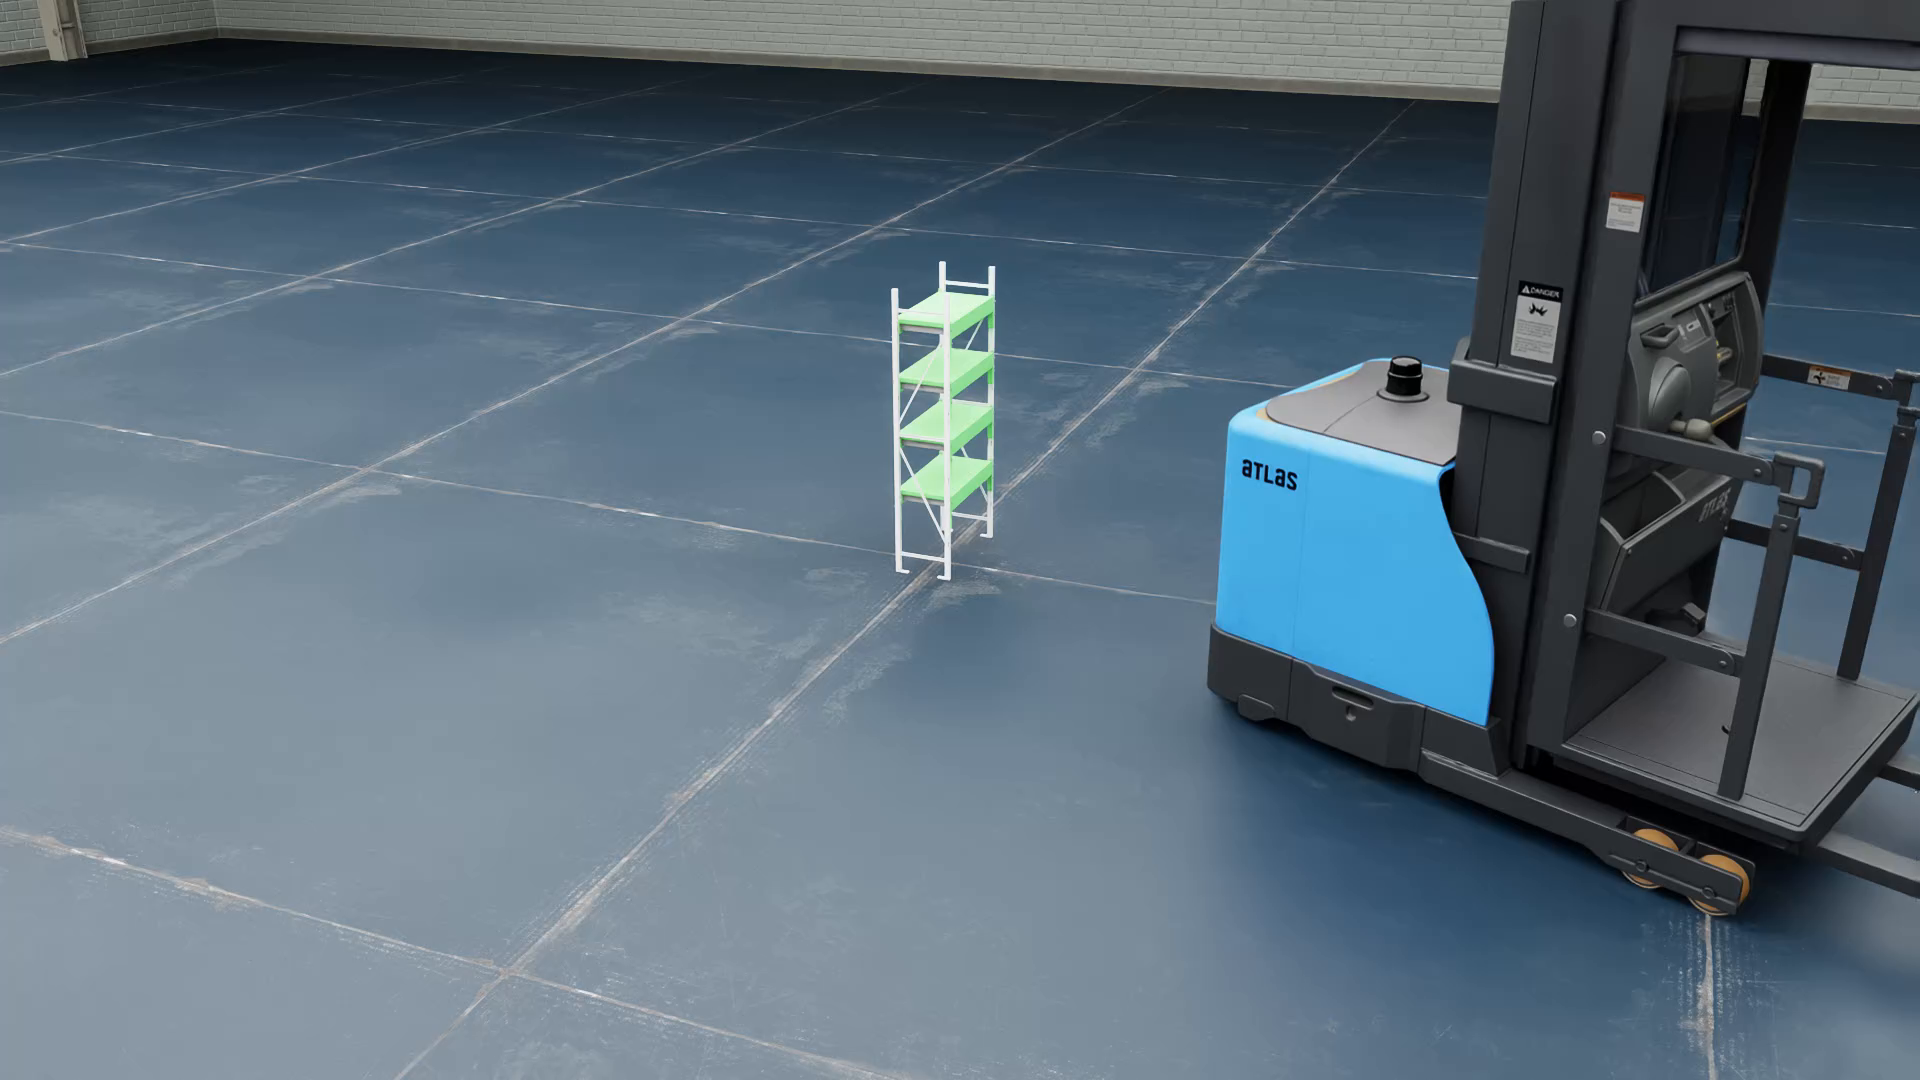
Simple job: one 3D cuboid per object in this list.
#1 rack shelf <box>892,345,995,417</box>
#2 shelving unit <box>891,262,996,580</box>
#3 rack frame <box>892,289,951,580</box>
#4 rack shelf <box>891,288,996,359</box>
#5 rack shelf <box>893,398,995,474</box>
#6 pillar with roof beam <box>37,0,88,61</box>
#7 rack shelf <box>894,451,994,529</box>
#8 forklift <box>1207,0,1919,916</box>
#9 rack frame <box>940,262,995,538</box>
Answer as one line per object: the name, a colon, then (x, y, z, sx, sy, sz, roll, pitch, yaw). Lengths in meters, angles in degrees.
rack shelf: (-0.061, -0.657, 6.809, 0.258, 0.148, 0.480, 9, 24, 20)
shelving unit: (-0.061, -0.494, 6.877, 0.258, 1.200, 0.503, 9, 24, 20)
rack frame: (-0.152, -0.407, 6.668, 0.240, 1.200, 0.015, 9, 24, 20)
rack shelf: (-0.062, -0.878, 6.717, 0.258, 0.148, 0.480, 9, 24, 20)
rack shelf: (-0.061, -0.435, 6.902, 0.258, 0.148, 0.480, 9, 24, 20)
pillar with roof beam: (-8.652, -10.365, 20.389, 9.100, 9.000, 0.400, 9, 24, 20)
rack shelf: (-0.061, -0.214, 6.994, 0.258, 0.148, 0.480, 9, 24, 20)
forklift: (2.283, -0.518, 4.686, 3.031, 2.935, 1.130, 20, 30, 39)
rack frame: (0.029, -0.582, 7.086, 0.240, 1.200, 0.015, 9, 24, 20)
